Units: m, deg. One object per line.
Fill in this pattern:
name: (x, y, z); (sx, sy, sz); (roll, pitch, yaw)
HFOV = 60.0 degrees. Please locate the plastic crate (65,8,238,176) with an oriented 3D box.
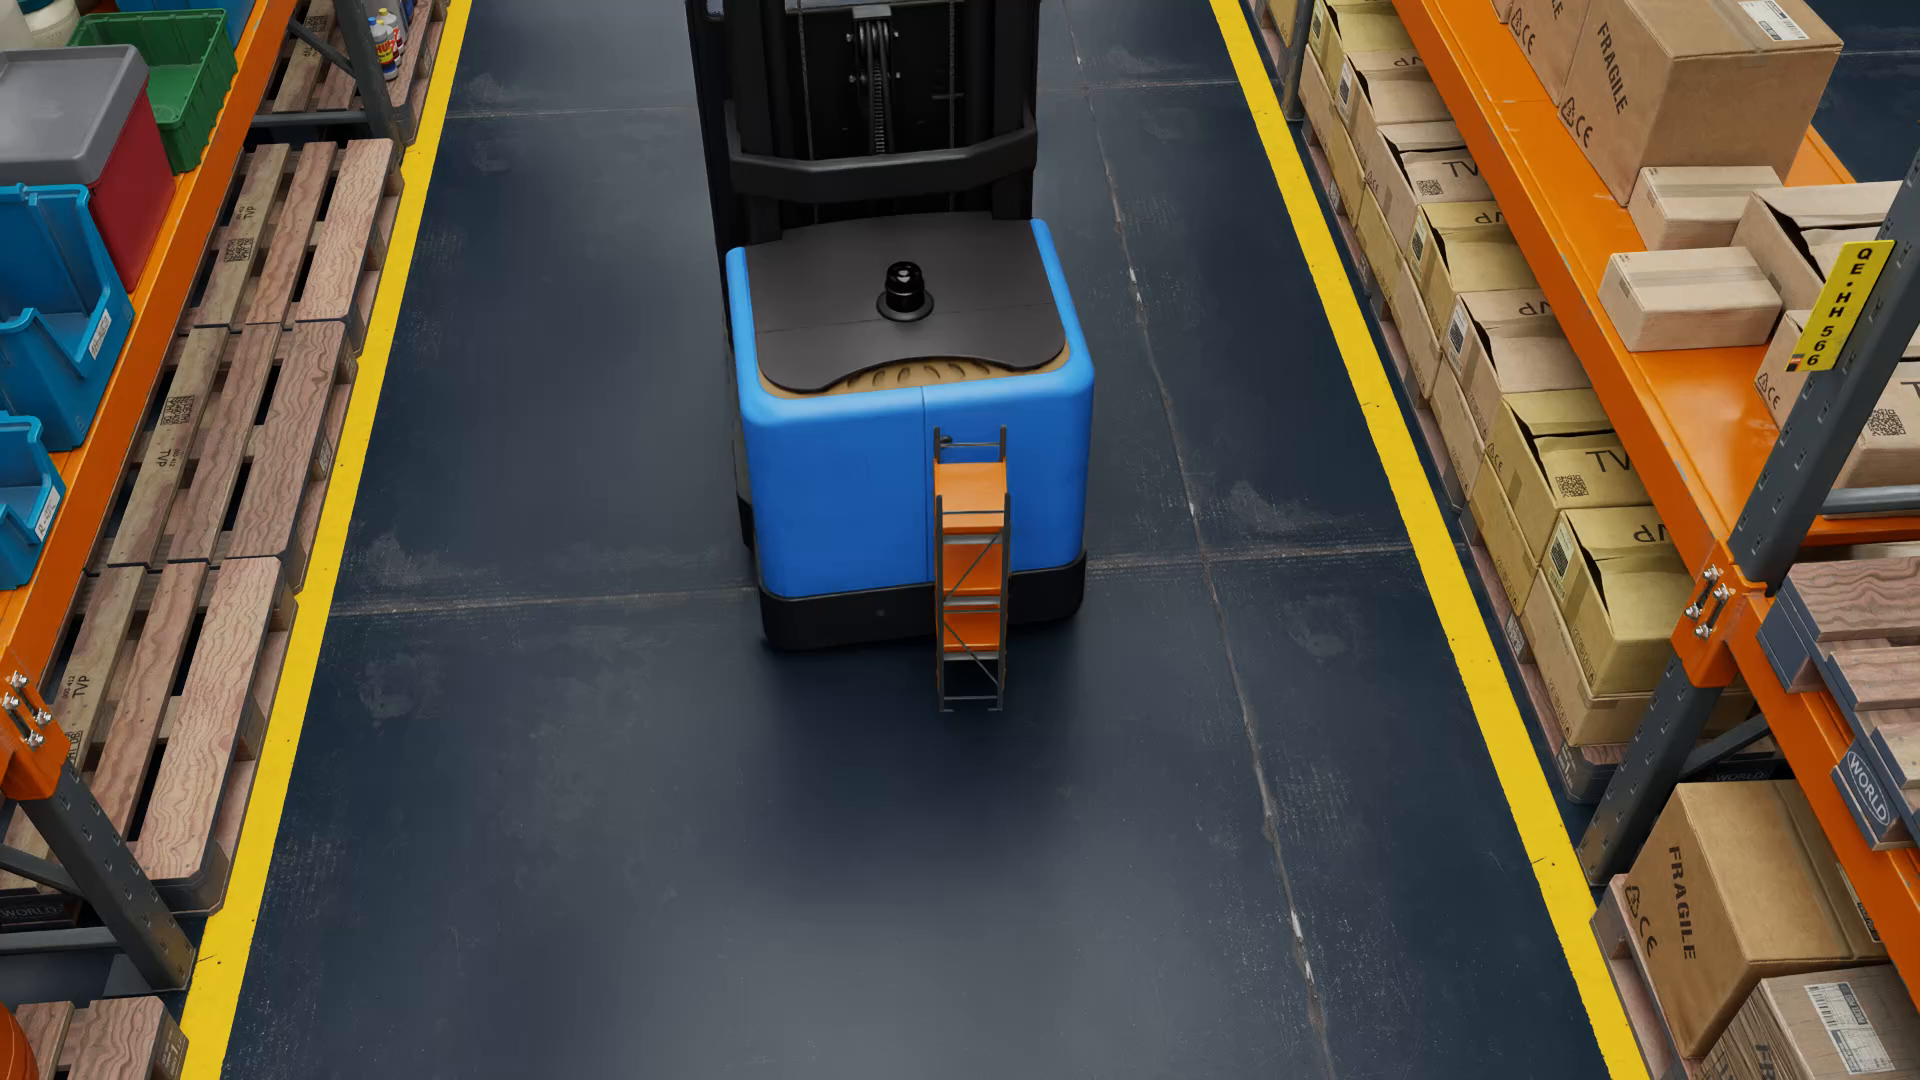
plastic crate: (-2.536, -1.381, 5.138); (0.450, 0.188, 0.662); (-3, 47, -3)

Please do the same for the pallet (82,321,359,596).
pallet: (-2.753, -0.288, 5.877); (1.003, 0.211, 1.213); (-3, 47, -3)

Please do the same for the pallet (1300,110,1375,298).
pallet: (2.074, -1.506, 7.031); (1.003, 0.211, 1.213); (-3, 47, -3)

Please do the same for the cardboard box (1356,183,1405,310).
cardboard box: (1.848, -1.143, 6.371); (0.500, 0.250, 0.500); (-5, 47, -5)

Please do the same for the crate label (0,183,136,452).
crate label: (-2.442, -0.550, 4.181); (0.502, 0.435, 0.616); (-3, 47, -3)

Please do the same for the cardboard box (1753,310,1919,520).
cardboard box: (2.321, -0.336, 4.064); (0.500, 0.311, 0.500); (-1, 47, -1)

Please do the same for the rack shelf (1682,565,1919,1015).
rack shelf: (2.476, 1.593, 2.671); (1.077, 0.370, 4.000); (-3, 47, -3)

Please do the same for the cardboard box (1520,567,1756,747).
cardboard box: (2.021, 0.334, 4.972); (0.500, 0.250, 0.500); (-2, 47, -2)

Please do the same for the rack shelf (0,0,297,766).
rack shelf: (-2.796, -1.003, 5.129); (1.077, 0.370, 4.000); (-3, 47, -3)

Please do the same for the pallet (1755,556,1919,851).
pallet: (2.435, 0.451, 3.389); (1.213, 0.211, 1.003); (-3, 47, -3)

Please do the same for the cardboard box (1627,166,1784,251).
cardboard box: (2.145, -0.934, 4.742); (0.380, 0.149, 0.250); (0, 47, 0)

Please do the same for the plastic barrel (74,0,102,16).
plastic barrel: (-3.101, -2.038, 5.521); (0.433, 0.535, 0.433); (0, 47, 0)

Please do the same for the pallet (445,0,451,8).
pallet: (-3.083, -3.111, 8.551); (1.003, 0.211, 1.213); (-3, 47, -3)

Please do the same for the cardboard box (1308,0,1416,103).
cardboard box: (1.760, -2.073, 6.866); (0.500, 0.311, 0.500); (-3, 47, -3)

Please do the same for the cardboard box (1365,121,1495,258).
cardboard box: (1.841, -1.336, 6.168); (0.500, 0.311, 0.500); (-5, 47, -5)

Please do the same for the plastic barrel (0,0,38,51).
plastic barrel: (-3.040, -1.507, 5.018); (0.433, 0.535, 0.433); (0, 47, 0)

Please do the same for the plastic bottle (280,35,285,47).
plastic bottle: (-3.160, -2.395, 7.473); (0.144, 0.351, 0.185); (-3, 47, -3)

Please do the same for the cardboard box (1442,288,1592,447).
cardboard box: (1.929, -0.598, 5.469); (0.500, 0.311, 0.500); (-4, 47, -4)

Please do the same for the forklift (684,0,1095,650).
forklift: (-0.335, -1.740, 5.379); (1.130, 2.935, 3.031); (-7, 47, -6)

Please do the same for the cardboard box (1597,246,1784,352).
cardboard box: (1.958, -0.649, 4.472); (0.380, 0.149, 0.250); (-3, 47, -3)

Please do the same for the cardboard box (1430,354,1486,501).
cardboard box: (1.935, -0.403, 5.670); (0.500, 0.250, 0.500); (-3, 47, -2)

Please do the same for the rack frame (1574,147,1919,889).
rack frame: (2.308, -0.101, 3.780); (1.000, 3.000, 0.127); (-3, 47, -3)

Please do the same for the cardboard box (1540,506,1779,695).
cardboard box: (2.019, 0.143, 4.767); (0.500, 0.311, 0.500); (-2, 47, -2)

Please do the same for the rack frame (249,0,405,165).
rack frame: (-2.963, -2.697, 6.238); (1.000, 3.000, 0.127); (-3, 47, -3)

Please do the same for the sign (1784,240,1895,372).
sign: (1.755, -0.463, 3.325); (0.100, 0.325, 0.005); (-3, 47, -3)

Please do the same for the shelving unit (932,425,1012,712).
shelving unit: (0.031, 0.113, 4.907); (0.215, 1.050, 0.252); (-1, 51, -1)

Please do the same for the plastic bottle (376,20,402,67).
plastic bottle: (-2.561, -2.217, 7.408); (0.097, 0.201, 0.097); (0, 47, 0)

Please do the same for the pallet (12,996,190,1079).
pallet: (-2.521, 1.724, 3.972); (1.003, 0.211, 1.213); (-3, 47, -3)

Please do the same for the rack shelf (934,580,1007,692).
rack shelf: (0.030, 0.294, 5.132); (0.215, 0.259, 0.240); (-1, 51, -1)

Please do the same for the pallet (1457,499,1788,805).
pallet: (2.278, 0.260, 5.359); (1.003, 0.211, 1.213); (-3, 47, -3)

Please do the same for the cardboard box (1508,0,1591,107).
cardboard box: (2.107, -1.730, 5.253); (0.500, 0.500, 0.500); (-3, 47, -3)

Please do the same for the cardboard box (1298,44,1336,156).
cardboard box: (1.760, -1.887, 7.076); (0.500, 0.250, 0.500); (-5, 47, -4)

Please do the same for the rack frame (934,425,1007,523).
rack frame: (0.027, 0.018, 4.983); (0.200, 1.050, 0.008); (-1, 51, -1)

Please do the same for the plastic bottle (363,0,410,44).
plastic bottle: (-2.607, -2.401, 7.531); (0.152, 0.276, 0.135); (-2, 47, -2)

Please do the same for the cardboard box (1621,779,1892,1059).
cardboard box: (2.061, 0.954, 4.199); (0.500, 0.500, 0.500); (-2, 47, -2)

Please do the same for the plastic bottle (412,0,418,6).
plastic bottle: (-2.633, -2.683, 7.747); (0.144, 0.351, 0.185); (-5, 47, -5)
